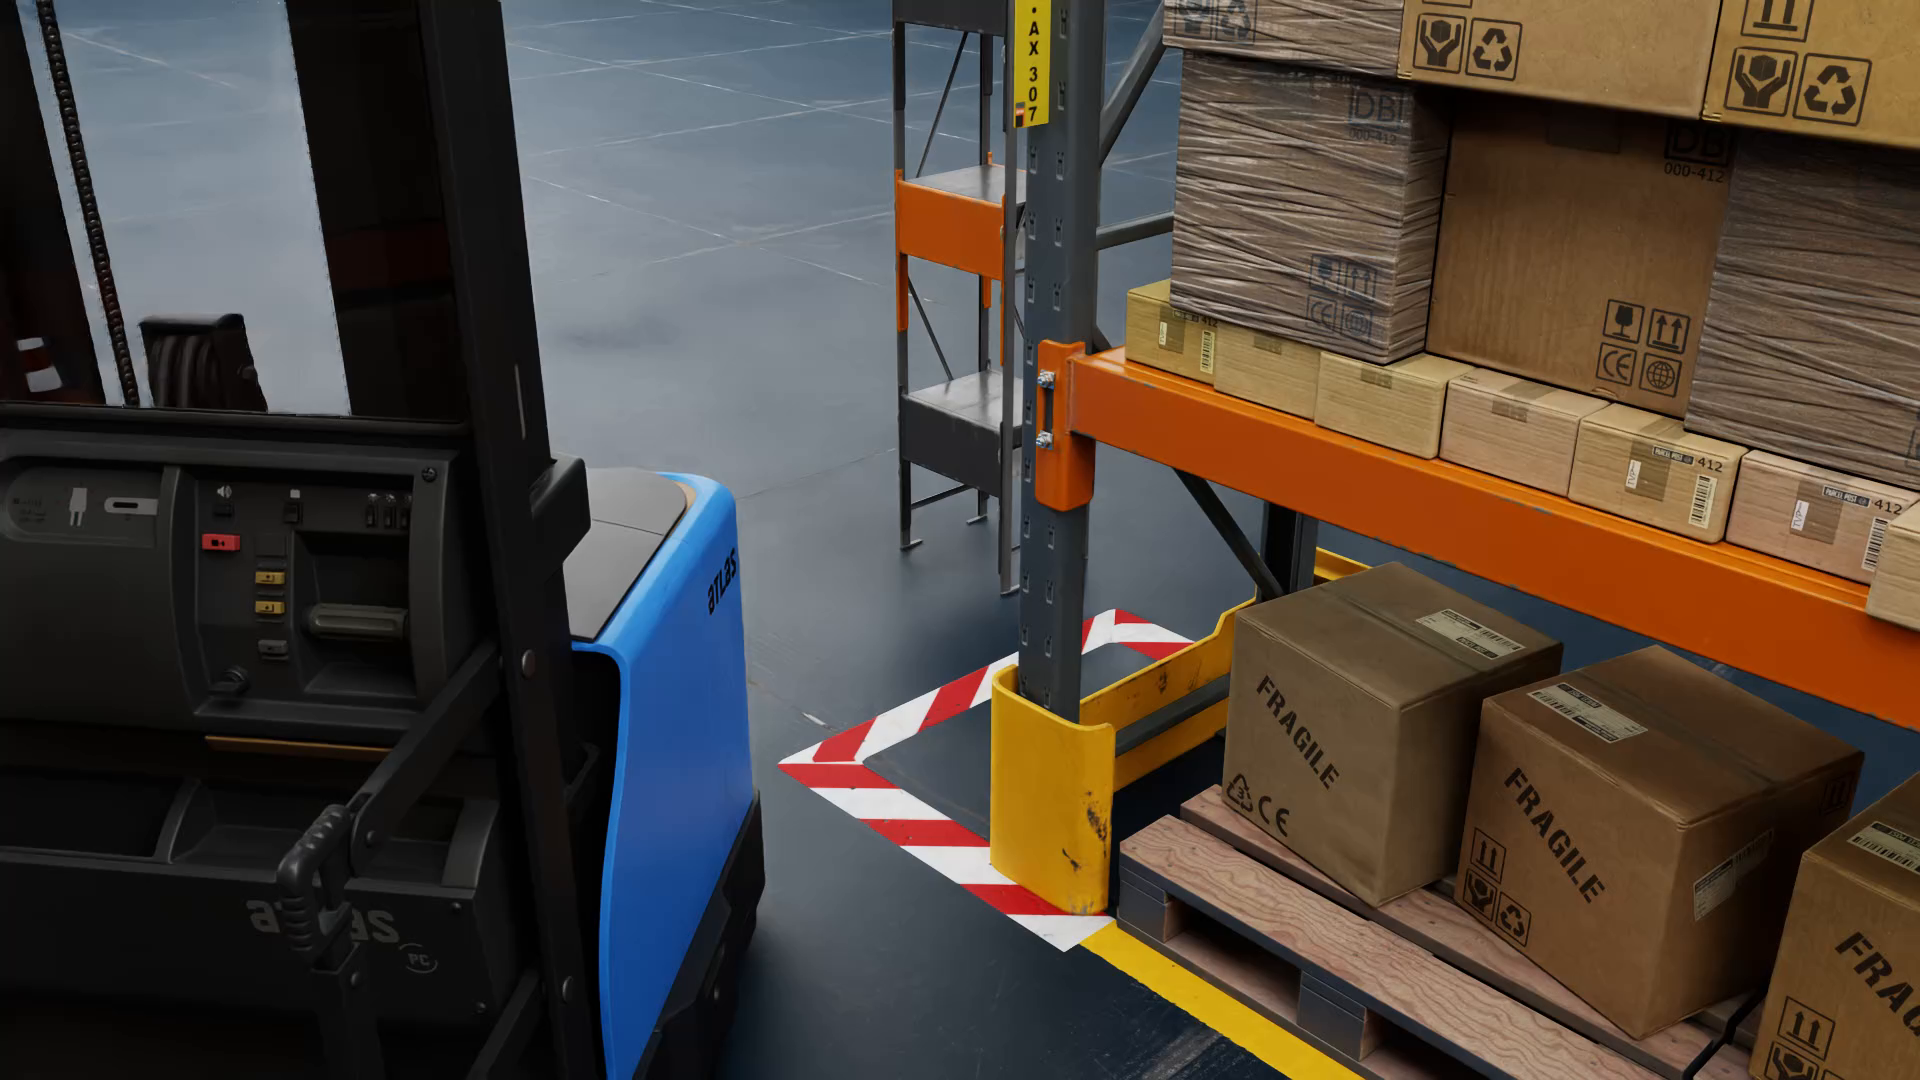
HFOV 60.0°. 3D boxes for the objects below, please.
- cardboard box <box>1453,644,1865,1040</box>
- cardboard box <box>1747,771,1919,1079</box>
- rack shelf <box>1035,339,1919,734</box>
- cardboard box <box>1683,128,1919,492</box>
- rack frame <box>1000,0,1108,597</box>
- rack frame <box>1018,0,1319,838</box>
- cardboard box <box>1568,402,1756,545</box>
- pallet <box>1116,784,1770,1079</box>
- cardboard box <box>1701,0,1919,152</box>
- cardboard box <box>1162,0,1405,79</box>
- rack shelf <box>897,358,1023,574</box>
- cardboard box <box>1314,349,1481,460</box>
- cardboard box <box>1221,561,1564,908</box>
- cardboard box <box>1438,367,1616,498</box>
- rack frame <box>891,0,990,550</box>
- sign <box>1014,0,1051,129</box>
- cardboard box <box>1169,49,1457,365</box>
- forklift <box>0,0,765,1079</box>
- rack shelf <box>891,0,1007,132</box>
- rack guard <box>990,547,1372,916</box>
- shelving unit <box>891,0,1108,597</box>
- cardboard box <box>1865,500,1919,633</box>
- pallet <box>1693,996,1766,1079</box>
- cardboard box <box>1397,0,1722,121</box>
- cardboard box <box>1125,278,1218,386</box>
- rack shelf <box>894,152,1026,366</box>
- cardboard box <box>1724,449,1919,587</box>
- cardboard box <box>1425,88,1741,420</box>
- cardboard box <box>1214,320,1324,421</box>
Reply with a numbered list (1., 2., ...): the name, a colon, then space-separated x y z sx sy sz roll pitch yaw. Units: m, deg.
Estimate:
1. cardboard box: 1.387 0.587 3.355 0.500 0.500 0.500 -12 27 -25
2. cardboard box: 1.801 0.782 2.928 0.500 0.500 0.500 -18 30 -34
3. rack shelf: 1.905 0.208 2.546 1.077 0.370 4.000 -21 32 -38
4. cardboard box: 1.634 -0.450 2.643 0.875 0.500 0.500 -21 32 -38
5. rack frame: 0.280 -0.831 5.042 0.400 2.100 0.015 -21 32 -38
6. rack frame: 0.538 -0.725 3.725 1.000 3.000 0.127 -21 32 -38
7. cardboard box: 1.228 -0.148 2.762 0.380 0.149 0.250 -21 32 -38
8. pallet: 1.120 0.823 3.691 1.003 0.211 1.213 -21 32 -38
9. cardboard box: 1.395 -0.812 2.232 0.500 0.500 0.500 -21 32 -38
10. cardboard box: 0.715 -1.117 2.900 0.500 0.500 0.500 -21 32 -38
11. rack shelf: 0.113 -0.256 5.500 0.431 0.518 0.480 -21 32 -38
12. cardboard box: 0.876 -0.295 3.086 0.380 0.149 0.250 -21 32 -38
13. cardboard box: 0.953 0.415 3.731 0.500 0.500 0.500 -15 28 -29
14. cardboard box: 1.062 -0.225 2.933 0.380 0.149 0.250 -21 32 -38
15. rack frame: -0.054 -0.979 5.366 0.400 2.100 0.015 -21 32 -38
16. sign: 0.143 -0.965 3.207 0.100 0.325 0.005 -21 32 -38
17. cardboard box: 0.894 -0.731 3.260 0.875 0.500 0.500 -21 32 -38
18. forklift: -1.151 0.086 2.031 1.130 2.935 3.031 3 25 7
19. rack shelf: 0.113 -1.530 4.919 0.431 0.518 0.480 -21 32 -38
20. rack guard: 0.590 0.436 4.193 1.175 0.500 0.348 -21 32 -38
21. shelving unit: 0.113 -0.905 5.204 0.431 2.100 0.503 -21 32 -38
22. cardboard box: 1.514 0.026 2.383 0.380 0.149 0.250 -21 32 -38
23. pallet: 1.950 1.193 2.881 1.003 0.211 1.213 -21 32 -38
24. cardboard box: 1.052 -0.963 2.563 0.500 0.500 0.500 -21 32 -38
25. cardboard box: 0.559 -0.456 3.439 0.380 0.149 0.250 -21 32 -38
26. rack shelf: 0.113 -0.893 5.210 0.431 0.518 0.480 -21 32 -38
27. cardboard box: 1.418 -0.080 2.613 0.380 0.149 0.250 -21 32 -38
28. cardboard box: 1.324 -0.614 3.002 0.875 0.500 0.500 -21 32 -38
29. cardboard box: 0.716 -0.375 3.261 0.380 0.149 0.250 -21 32 -38
